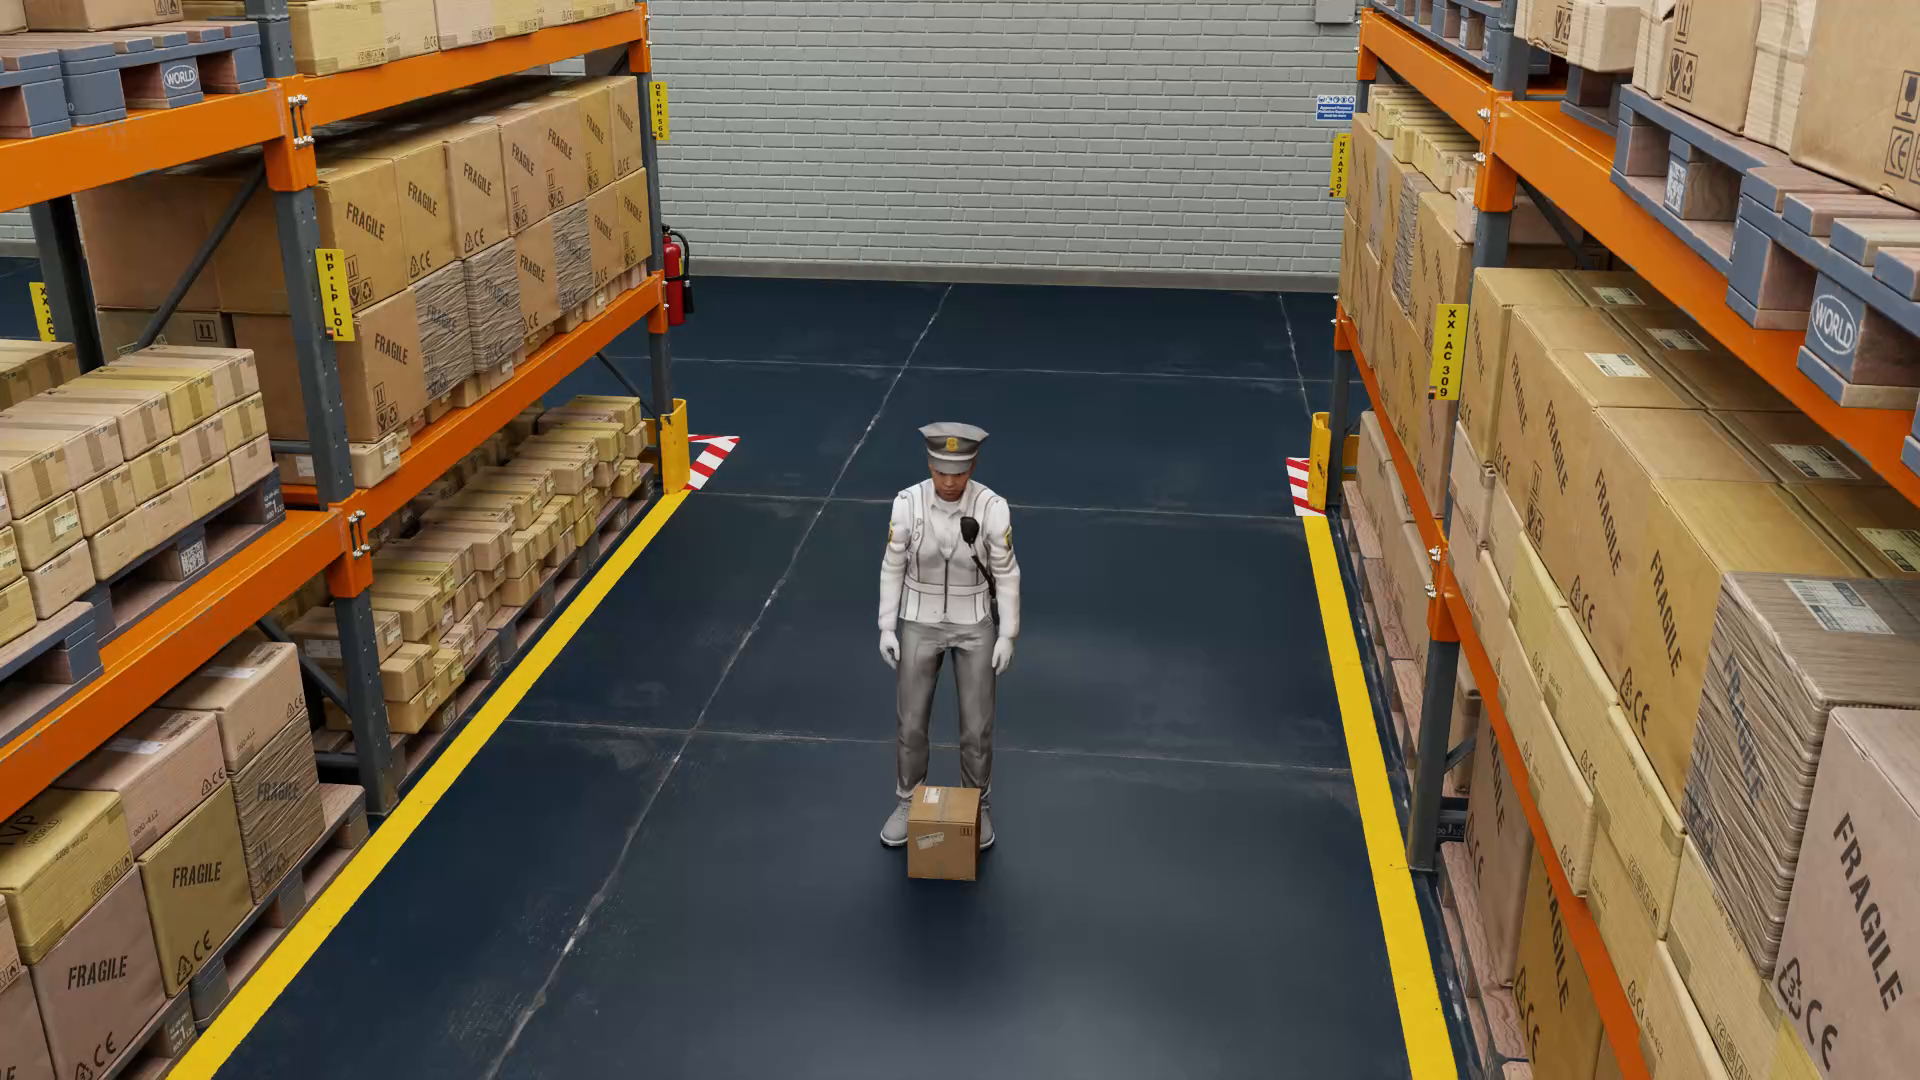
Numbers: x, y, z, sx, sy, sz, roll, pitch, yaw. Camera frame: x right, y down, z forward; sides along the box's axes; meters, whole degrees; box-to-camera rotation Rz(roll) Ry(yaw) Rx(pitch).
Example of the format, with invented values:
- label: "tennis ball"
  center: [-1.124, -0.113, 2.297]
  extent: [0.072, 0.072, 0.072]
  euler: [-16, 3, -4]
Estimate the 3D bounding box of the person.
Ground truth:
- label: "person"
  center: [-0.043, 0.348, 6.186]
  extent: [0.526, 1.663, 0.373]
  euler: [2, 21, 5]
